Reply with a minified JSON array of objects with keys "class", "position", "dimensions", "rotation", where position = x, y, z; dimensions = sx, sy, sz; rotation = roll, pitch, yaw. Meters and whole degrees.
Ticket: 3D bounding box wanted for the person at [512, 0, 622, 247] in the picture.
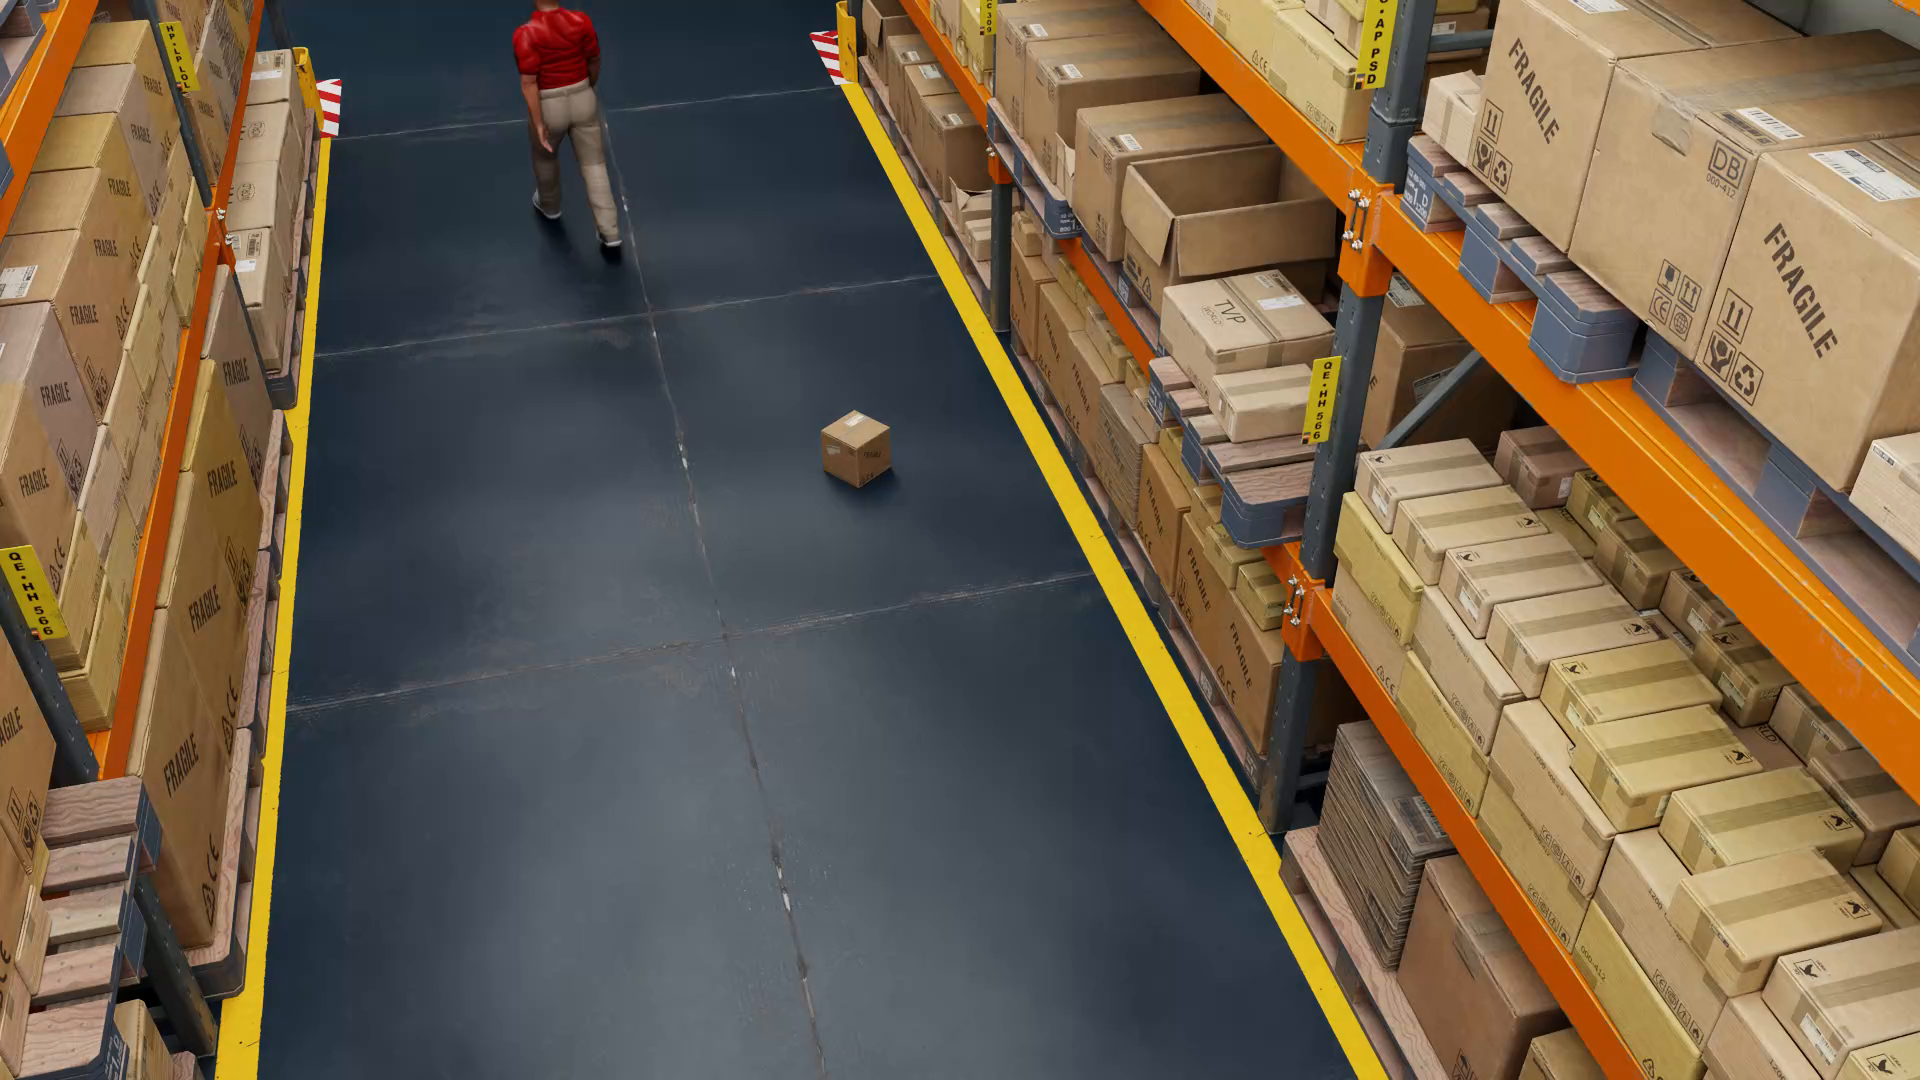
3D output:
[{"class":"person","position":[-2.424,-2.662,10.139],"dimensions":[0.539,1.672,1.032],"rotation":[-18,41,-22]}]
